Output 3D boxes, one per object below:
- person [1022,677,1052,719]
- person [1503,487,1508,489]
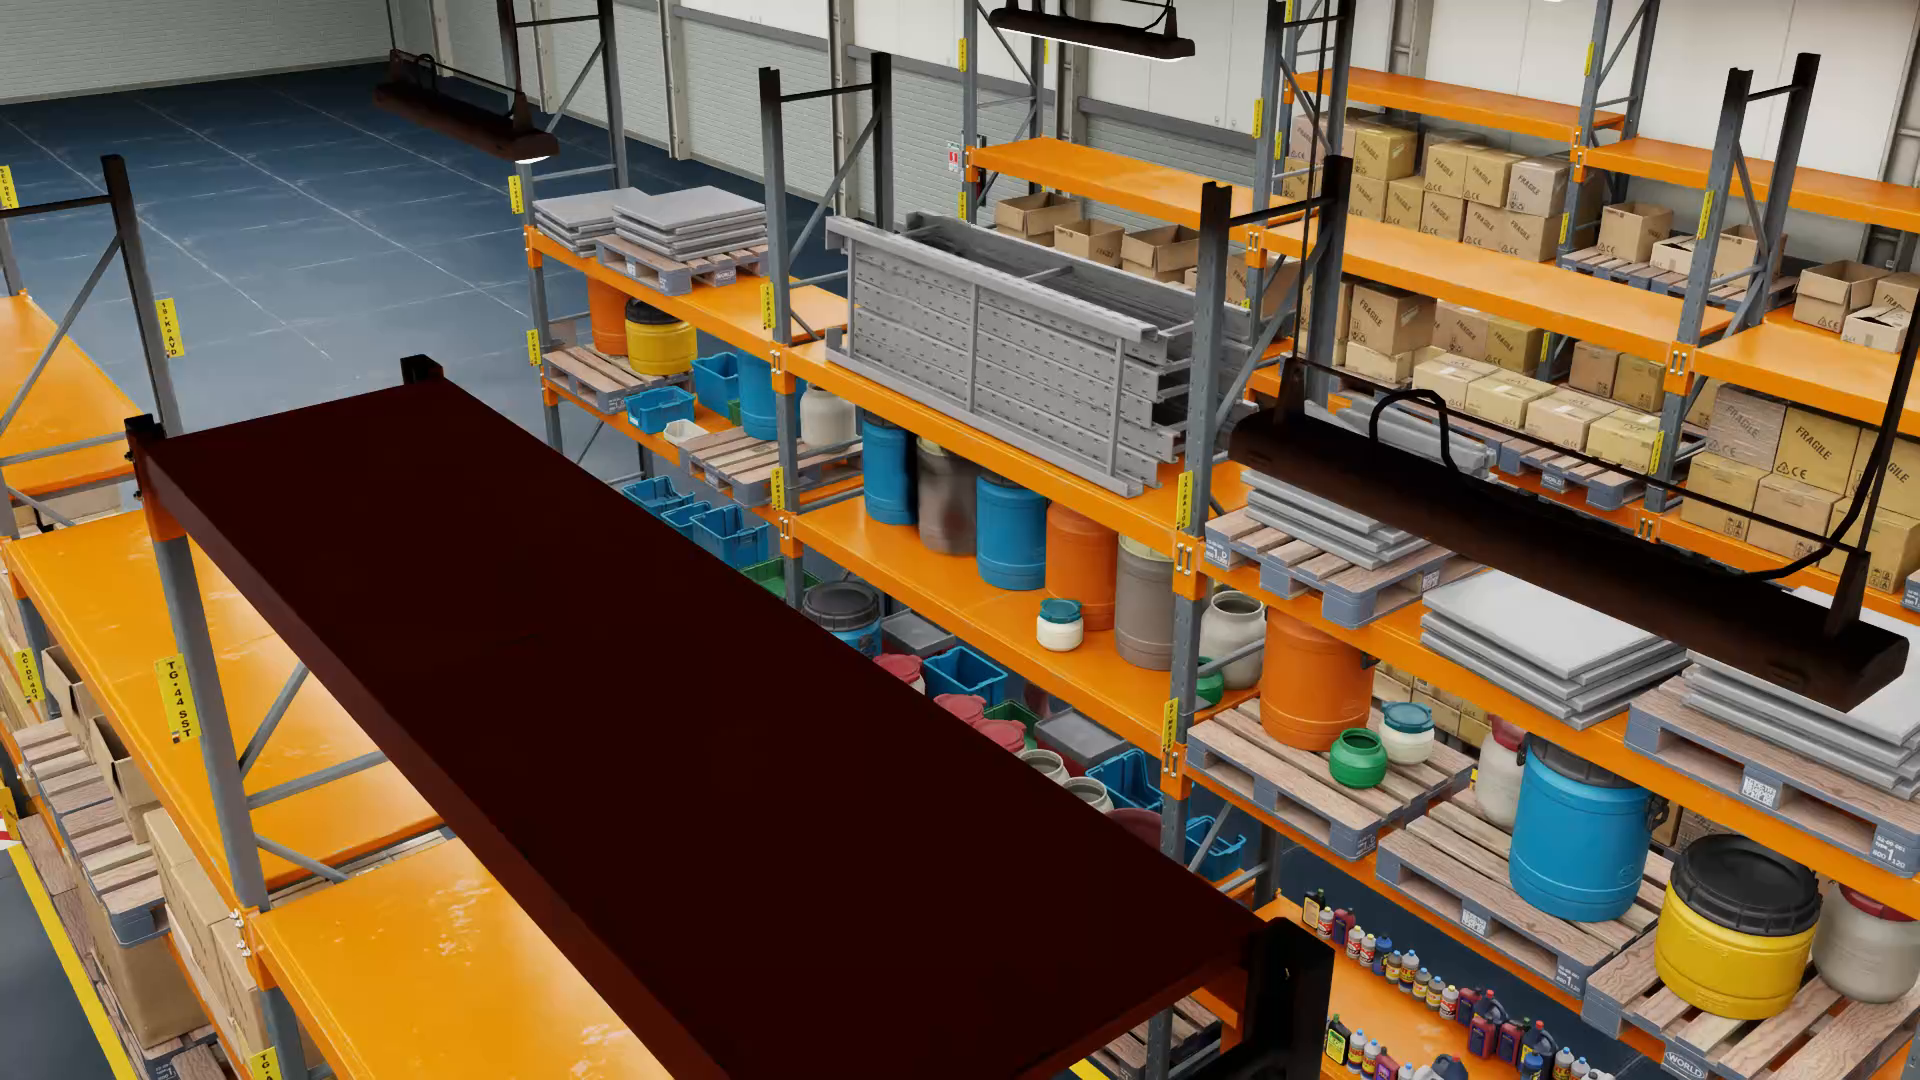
[{"bbox_3d":[0.693,1.142,13.994,0.574,1.628,0.605,-22,33,-38],"label":"person"},{"bbox_3d":[5.491,0.203,16.202,0.787,1.461,0.596,13,29,25],"label":"person"}]
